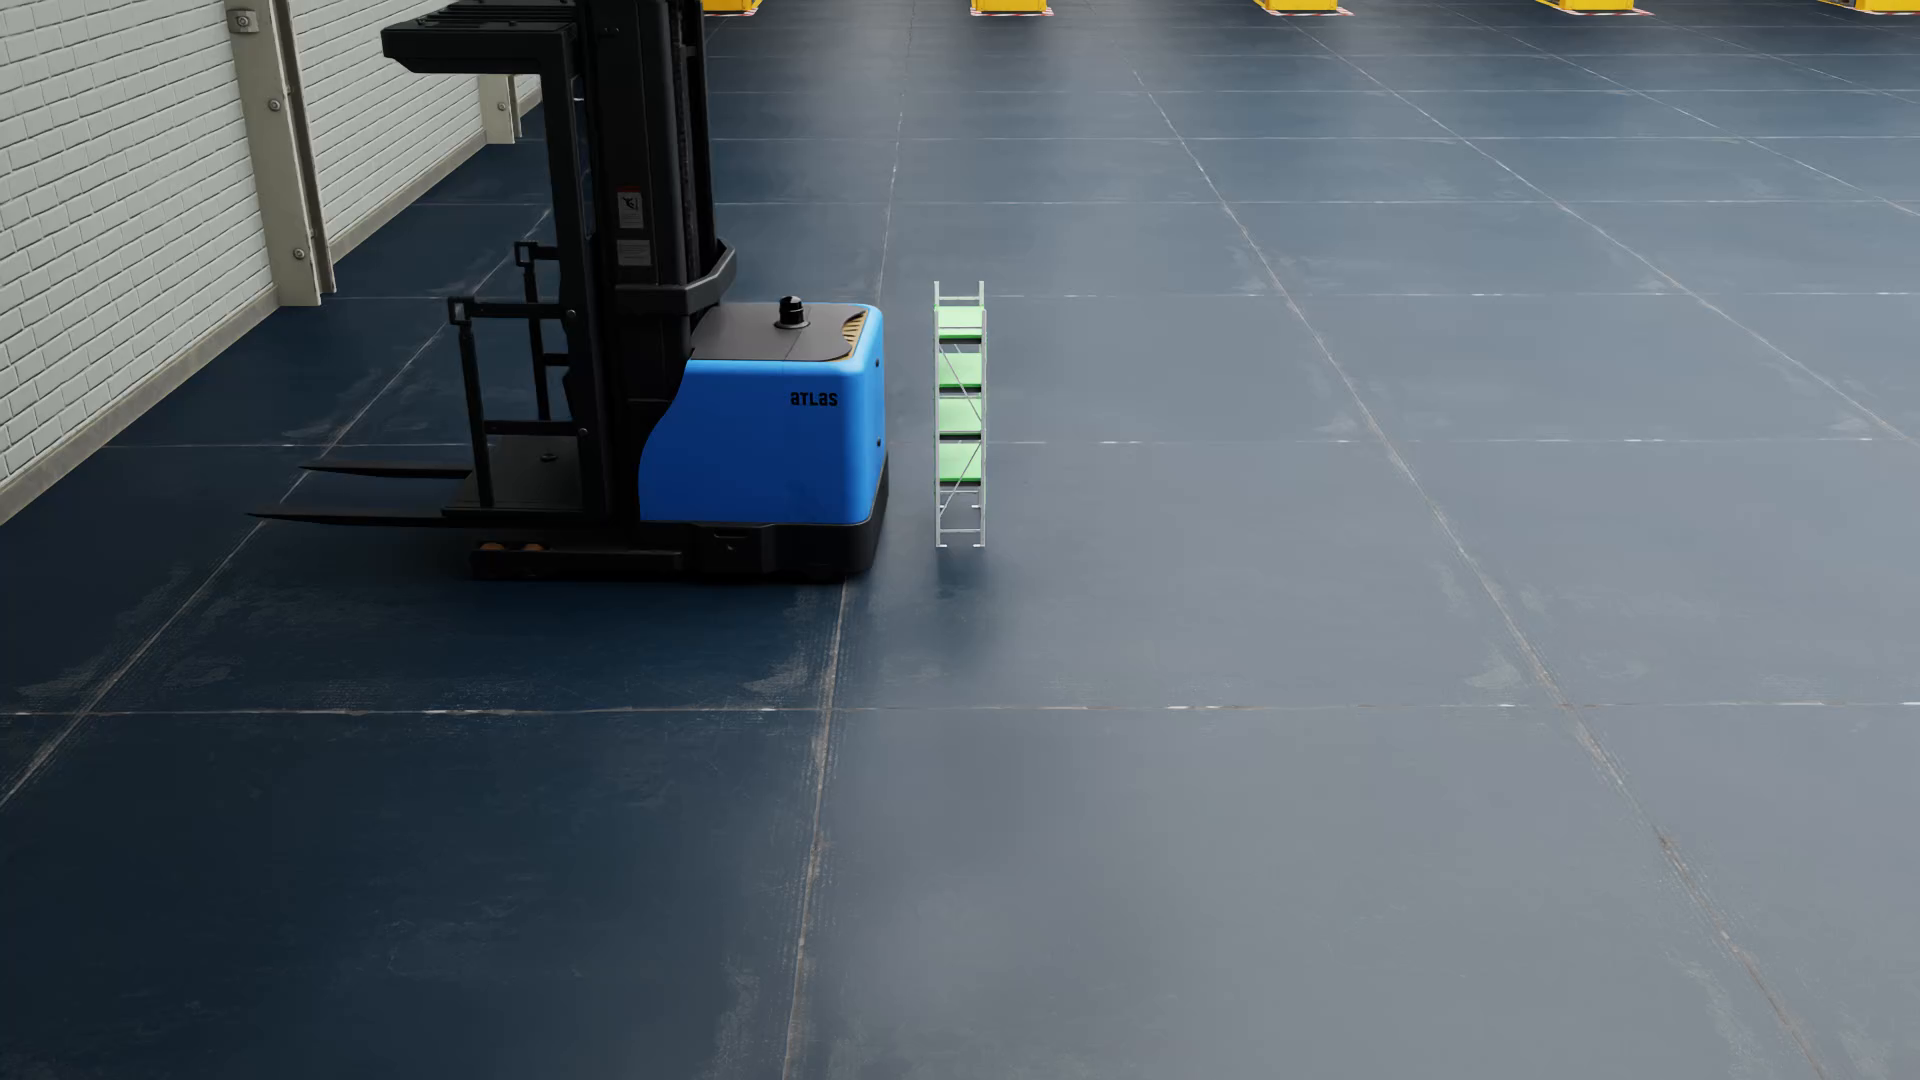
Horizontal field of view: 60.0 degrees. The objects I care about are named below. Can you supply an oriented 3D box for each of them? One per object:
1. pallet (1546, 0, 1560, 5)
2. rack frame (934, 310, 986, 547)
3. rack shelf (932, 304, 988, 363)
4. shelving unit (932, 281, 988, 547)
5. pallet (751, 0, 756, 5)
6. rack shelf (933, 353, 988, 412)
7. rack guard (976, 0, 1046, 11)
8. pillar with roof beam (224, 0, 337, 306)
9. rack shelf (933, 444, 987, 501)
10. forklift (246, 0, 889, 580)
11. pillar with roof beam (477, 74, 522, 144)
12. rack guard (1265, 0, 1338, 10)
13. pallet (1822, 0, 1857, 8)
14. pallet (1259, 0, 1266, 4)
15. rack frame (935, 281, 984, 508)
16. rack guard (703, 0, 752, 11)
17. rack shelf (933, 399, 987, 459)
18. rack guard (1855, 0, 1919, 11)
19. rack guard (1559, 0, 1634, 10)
[{"bbox_3d":[10.784,-9.430,28.845,1.003,0.211,1.213,0,24,-1],"label":"pallet"},{"bbox_3d":[0.001,-0.514,7.931,0.240,1.200,0.015,0,24,-1],"label":"rack frame"},{"bbox_3d":[-0.002,-0.994,7.982,0.258,0.148,0.480,0,24,-1],"label":"rack shelf"},{"bbox_3d":[-0.002,-0.615,8.154,0.258,1.200,0.503,0,24,-1],"label":"shelving unit"},{"bbox_3d":[-4.075,-9.363,28.697,1.003,0.211,1.213,0,24,-1],"label":"pallet"},{"bbox_3d":[-0.002,-0.775,8.081,0.258,0.148,0.480,0,24,-1],"label":"rack shelf"},{"bbox_3d":[0.853,-9.143,27.858,1.175,0.500,0.348,0,24,-1],"label":"rack guard"},{"bbox_3d":[-0.472,-5.888,10.349,9.100,9.000,0.400,0,24,-1],"label":"pillar with roof beam"},{"bbox_3d":[-0.002,-0.338,8.279,0.258,0.148,0.480,0,24,-1],"label":"rack shelf"},{"bbox_3d":[-1.904,-1.364,7.710,3.031,2.935,1.130,1,24,3],"label":"forklift"},{"bbox_3d":[-0.538,-8.360,15.815,9.100,9.000,0.400,0,24,-1],"label":"pillar with roof beam"},{"bbox_3d":[5.758,-9.204,27.995,1.175,0.500,0.348,0,24,-1],"label":"rack guard"},{"bbox_3d":[15.632,-9.374,28.720,1.003,0.211,1.213,0,24,-1],"label":"pallet"},{"bbox_3d":[5.754,-9.408,28.795,1.003,0.211,1.213,0,24,-1],"label":"pallet"},{"bbox_3d":[-0.004,-0.715,8.376,0.240,1.200,0.015,0,24,-1],"label":"rack frame"},{"bbox_3d":[-4.102,-9.160,27.897,1.175,0.500,0.348,0,24,-1],"label":"rack guard"},{"bbox_3d":[-0.002,-0.557,8.180,0.258,0.148,0.480,0,24,-1],"label":"rack shelf"},{"bbox_3d":[15.719,-9.166,27.911,1.175,0.500,0.348,0,24,-1],"label":"rack guard"},{"bbox_3d":[10.757,-9.227,28.044,1.175,0.500,0.348,0,24,-1],"label":"rack guard"}]
